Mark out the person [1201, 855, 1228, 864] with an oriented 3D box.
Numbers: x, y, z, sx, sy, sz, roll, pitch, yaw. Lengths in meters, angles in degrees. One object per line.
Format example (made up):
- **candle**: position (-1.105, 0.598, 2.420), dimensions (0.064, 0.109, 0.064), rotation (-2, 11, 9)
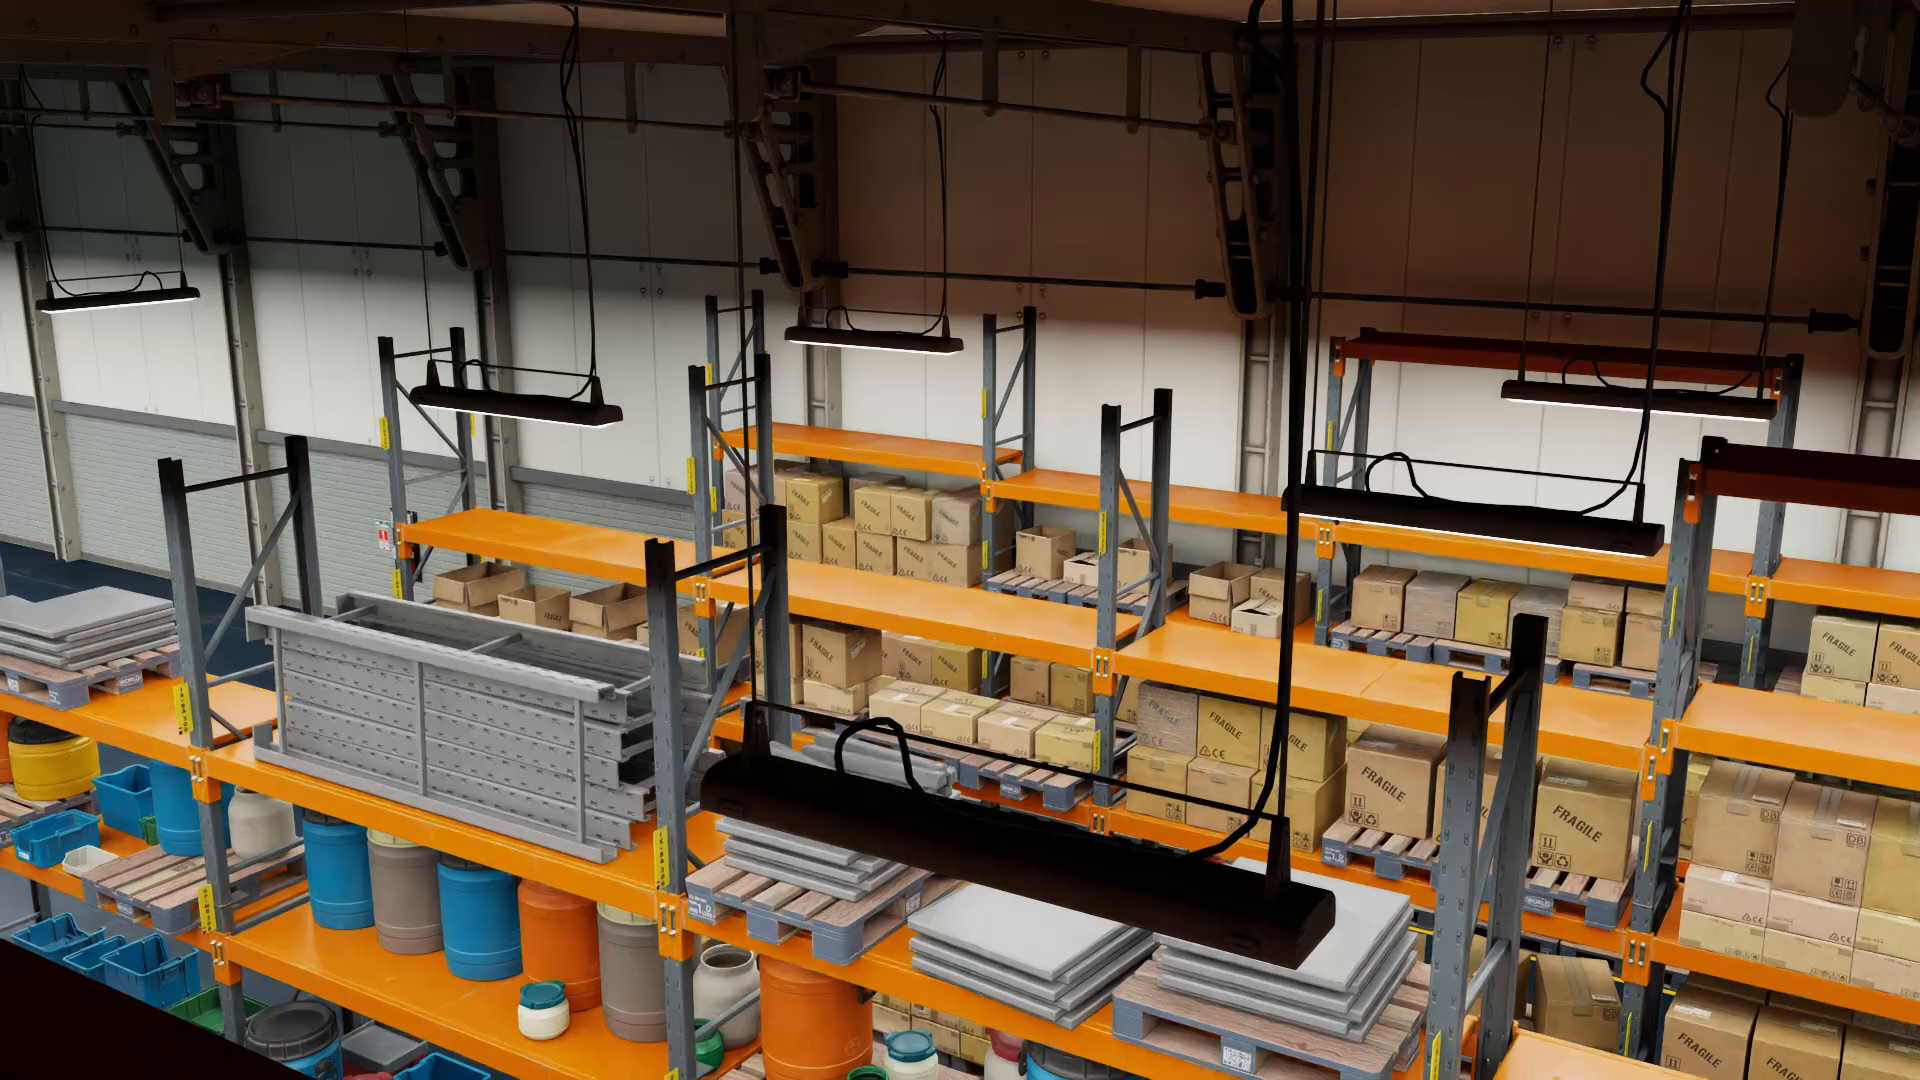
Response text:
- **person**: position (2.366, 3.581, 15.370), dimensions (0.730, 1.640, 0.704), rotation (12, 18, 40)
